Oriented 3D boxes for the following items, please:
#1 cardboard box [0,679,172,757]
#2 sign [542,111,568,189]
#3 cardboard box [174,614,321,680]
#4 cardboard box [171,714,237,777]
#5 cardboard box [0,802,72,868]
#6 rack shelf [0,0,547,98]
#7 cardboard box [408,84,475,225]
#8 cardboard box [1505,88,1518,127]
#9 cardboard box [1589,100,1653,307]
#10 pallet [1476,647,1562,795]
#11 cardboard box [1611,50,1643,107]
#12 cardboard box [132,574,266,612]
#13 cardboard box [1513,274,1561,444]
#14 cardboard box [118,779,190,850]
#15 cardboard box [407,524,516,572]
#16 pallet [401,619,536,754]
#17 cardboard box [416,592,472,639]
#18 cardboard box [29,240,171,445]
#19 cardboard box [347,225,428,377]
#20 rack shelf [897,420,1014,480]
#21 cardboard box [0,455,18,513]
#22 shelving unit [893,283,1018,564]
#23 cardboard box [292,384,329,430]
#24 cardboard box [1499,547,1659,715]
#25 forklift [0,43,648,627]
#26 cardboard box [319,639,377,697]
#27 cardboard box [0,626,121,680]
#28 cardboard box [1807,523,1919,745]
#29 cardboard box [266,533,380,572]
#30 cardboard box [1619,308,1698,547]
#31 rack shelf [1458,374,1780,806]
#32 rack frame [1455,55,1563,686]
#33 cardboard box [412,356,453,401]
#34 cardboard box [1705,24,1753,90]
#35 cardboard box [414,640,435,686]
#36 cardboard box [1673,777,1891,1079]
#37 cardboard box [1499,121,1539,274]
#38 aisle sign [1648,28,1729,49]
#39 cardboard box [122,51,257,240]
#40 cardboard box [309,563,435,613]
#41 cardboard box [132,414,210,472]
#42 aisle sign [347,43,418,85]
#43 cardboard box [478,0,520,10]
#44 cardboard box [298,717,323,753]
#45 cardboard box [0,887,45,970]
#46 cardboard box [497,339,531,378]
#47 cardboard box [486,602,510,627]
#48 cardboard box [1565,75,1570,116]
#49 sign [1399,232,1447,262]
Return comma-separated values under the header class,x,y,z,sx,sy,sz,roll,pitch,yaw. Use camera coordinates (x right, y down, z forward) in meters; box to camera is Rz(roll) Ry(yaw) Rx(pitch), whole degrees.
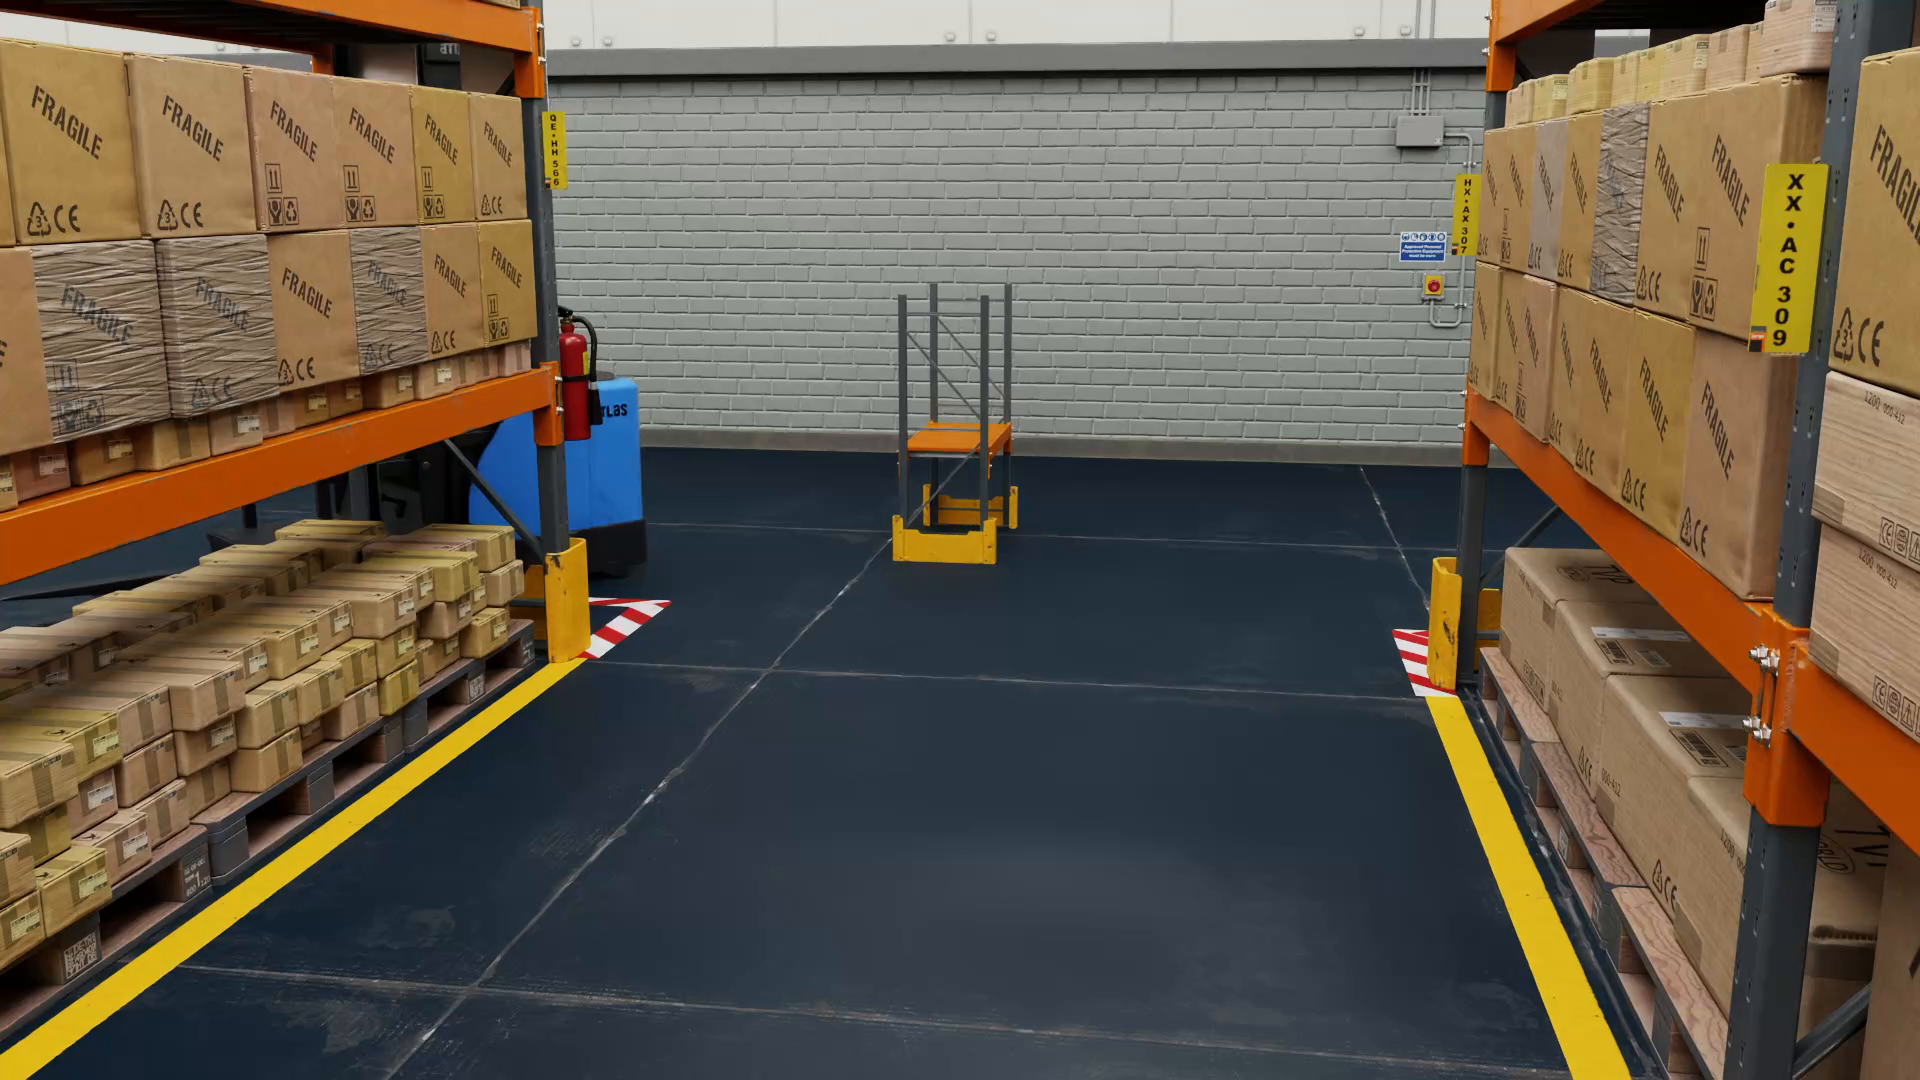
class,x,y,z,sx,sy,sz,roll,pitch,yaw
cardboard box,-2.543,0.517,4.834,0.380,0.149,0.250,2,12,7
sign,-1.749,-1.682,7.181,0.100,0.325,0.005,2,12,9
cardboard box,-2.386,0.357,5.576,0.380,0.149,0.250,2,12,9
cardboard box,-2.475,0.607,5.123,0.380,0.149,0.250,2,12,11
cardboard box,-2.587,0.771,4.360,0.380,0.149,0.250,2,12,9
rack shelf,-2.602,-1.682,5.267,1.077,0.370,4.000,2,12,9
cardboard box,-2.197,-1.458,6.323,0.500,0.500,0.500,1,12,7
cardboard box,2.284,-1.634,6.307,0.380,0.149,0.250,2,12,10
cardboard box,1.952,-0.868,4.292,0.500,0.500,0.500,2,12,9
pallet,2.567,0.688,6.302,1.003,0.211,1.213,2,12,9
cardboard box,2.012,-1.257,4.555,0.380,0.149,0.250,2,12,9
cardboard box,-2.808,0.233,6.150,0.380,0.149,0.250,2,12,11
cardboard box,2.109,-0.591,5.380,0.500,0.500,0.500,2,12,8
cardboard box,-2.518,0.808,4.892,0.380,0.149,0.250,2,12,7
cardboard box,-2.125,0.032,7.083,0.380,0.149,0.250,2,12,9
pallet,-2.466,0.563,6.880,1.003,0.211,1.213,2,12,9
cardboard box,-2.172,0.286,6.609,0.380,0.149,0.250,1,12,6
cardboard box,-2.515,-0.544,4.453,0.500,0.500,0.500,2,12,9
cardboard box,-2.262,-0.863,5.936,0.500,0.500,0.500,2,12,9
rack shelf,-0.013,-0.540,9.791,0.538,0.185,1.000,2,12,9
cardboard box,-2.576,-0.133,4.087,0.380,0.149,0.250,2,12,10
shelving unit,-0.012,-0.717,9.762,0.587,1.500,1.083,2,12,9
cardboard box,-2.375,-0.463,5.618,0.380,0.149,0.250,2,12,10
cardboard box,2.610,0.343,6.366,0.875,0.438,0.875,1,12,7
forklift,-3.139,-1.110,8.186,3.031,2.935,1.130,-11,16,-41
cardboard box,-2.296,0.447,5.862,0.380,0.149,0.250,3,12,11
cardboard box,-2.984,0.390,5.422,0.380,0.149,0.250,1,12,7
cardboard box,1.669,0.144,2.559,0.500,0.250,0.500,2,12,7
cardboard box,-2.634,0.073,6.893,0.380,0.149,0.250,2,12,10
cardboard box,1.890,-0.273,3.902,0.500,0.500,0.500,2,12,7
rack shelf,2.305,-0.077,4.936,1.077,0.370,4.000,2,12,9
rack frame,2.613,-0.845,6.792,1.000,3.000,0.127,2,12,9
cardboard box,-2.180,-0.627,6.379,0.380,0.149,0.250,2,12,10
cardboard box,1.947,-1.097,3.815,0.380,0.149,0.250,2,12,8
cardboard box,-2.259,0.482,6.409,0.380,0.149,0.250,2,12,9
cardboard box,2.200,0.908,3.745,0.875,0.438,0.875,2,12,8
cardboard box,2.185,-1.184,5.756,0.500,0.500,0.500,2,12,7
aisle sign,2.930,-2.120,6.541,0.394,0.787,0.004,2,12,9
cardboard box,-2.426,-1.133,4.812,0.500,0.500,0.500,2,12,10
cardboard box,-2.237,0.192,6.339,0.380,0.149,0.250,1,12,6
cardboard box,-2.436,-0.297,4.848,0.380,0.149,0.250,2,12,10
aisle sign,-2.579,-2.280,7.281,0.394,0.787,0.004,2,12,9
cardboard box,-2.103,-2.274,6.660,0.500,0.250,0.500,2,12,7
cardboard box,-2.412,0.643,5.659,0.380,0.149,0.250,2,12,10
cardboard box,-2.536,0.972,4.135,0.380,0.149,0.250,1,12,6
cardboard box,-2.065,-0.784,7.108,0.380,0.149,0.250,2,12,9
cardboard box,-2.169,0.321,7.155,0.380,0.149,0.250,2,12,10
cardboard box,2.150,-1.415,5.291,0.380,0.149,0.250,2,12,9
sign,3.418,-2.166,12.280,0.327,0.218,0.001,2,12,9
